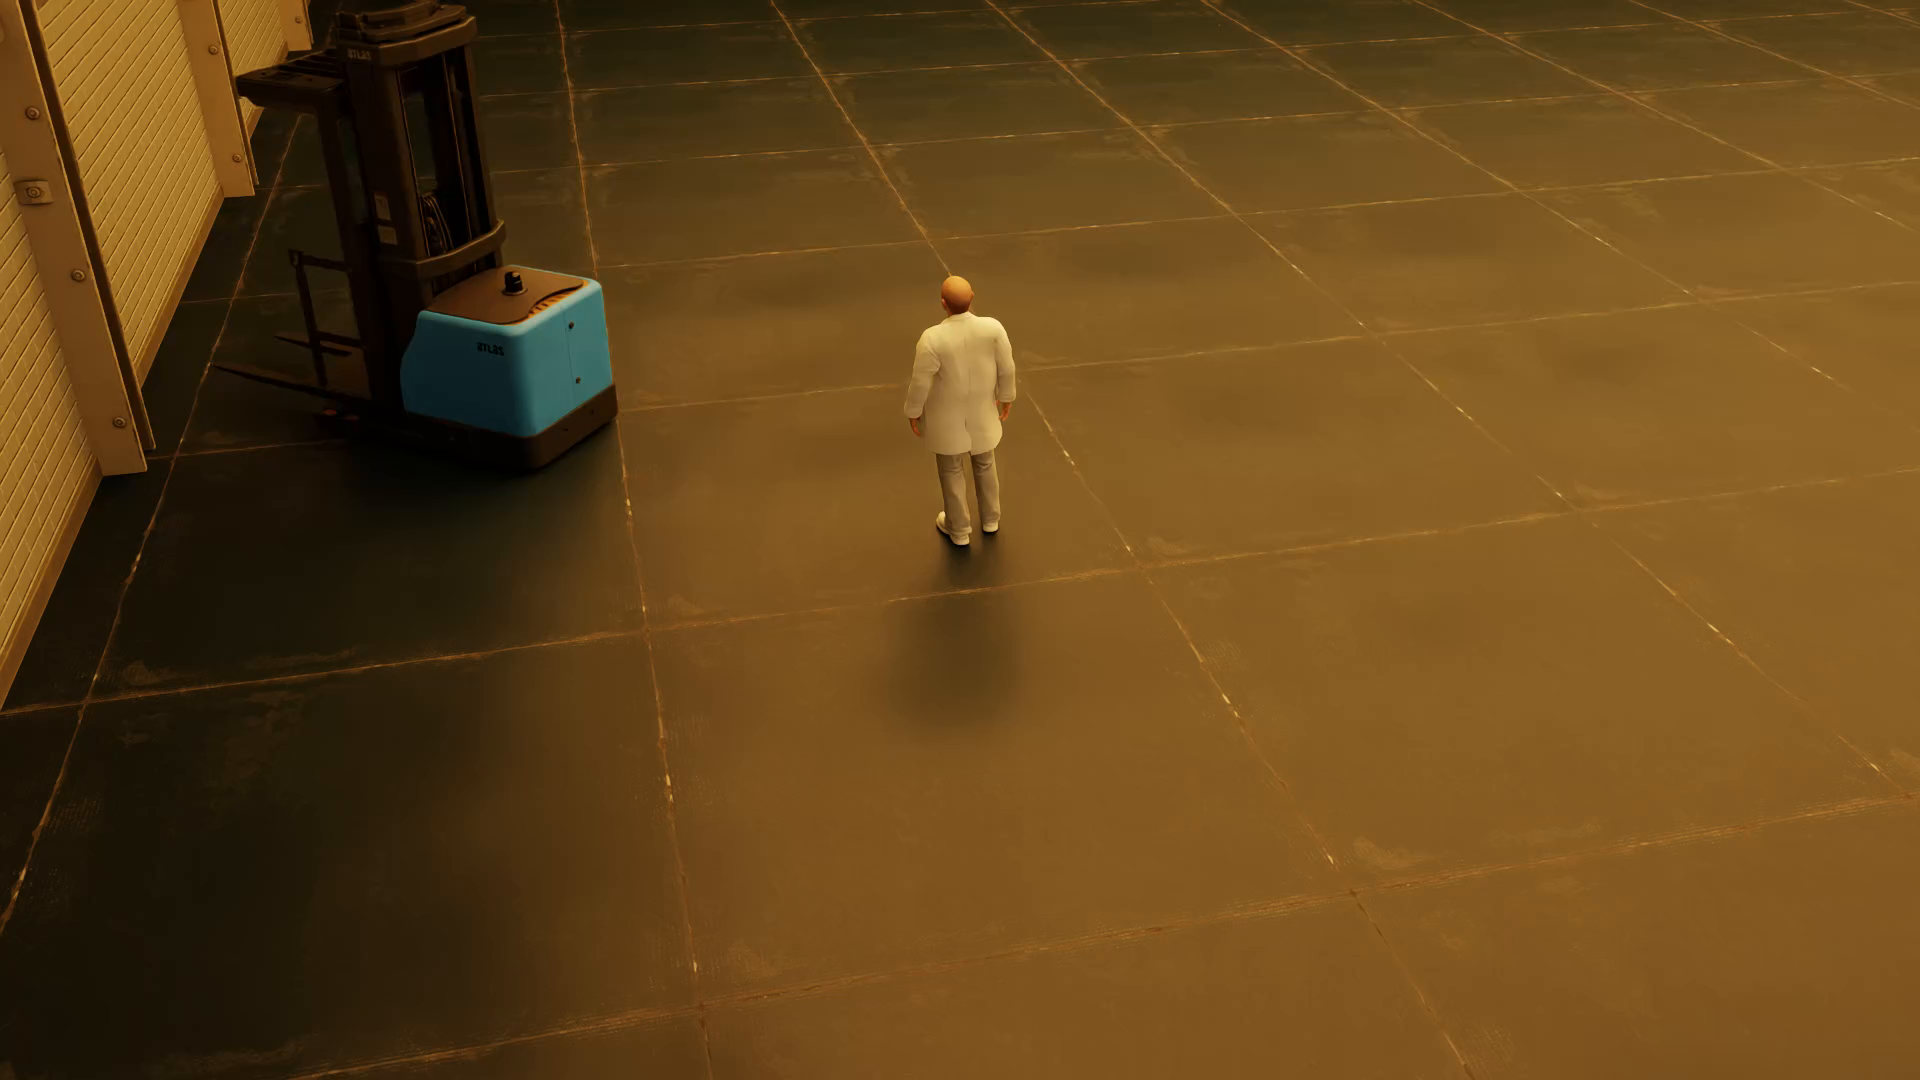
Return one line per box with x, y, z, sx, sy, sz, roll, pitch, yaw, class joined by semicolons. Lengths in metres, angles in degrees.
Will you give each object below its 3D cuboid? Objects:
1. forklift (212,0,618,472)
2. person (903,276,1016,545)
-4.014;-2.214;11.398;3.031;2.935;1.130;13;32;21;forklift
-0.017;-0.820;10.128;0.696;1.776;0.581;-7;31;-12;person
